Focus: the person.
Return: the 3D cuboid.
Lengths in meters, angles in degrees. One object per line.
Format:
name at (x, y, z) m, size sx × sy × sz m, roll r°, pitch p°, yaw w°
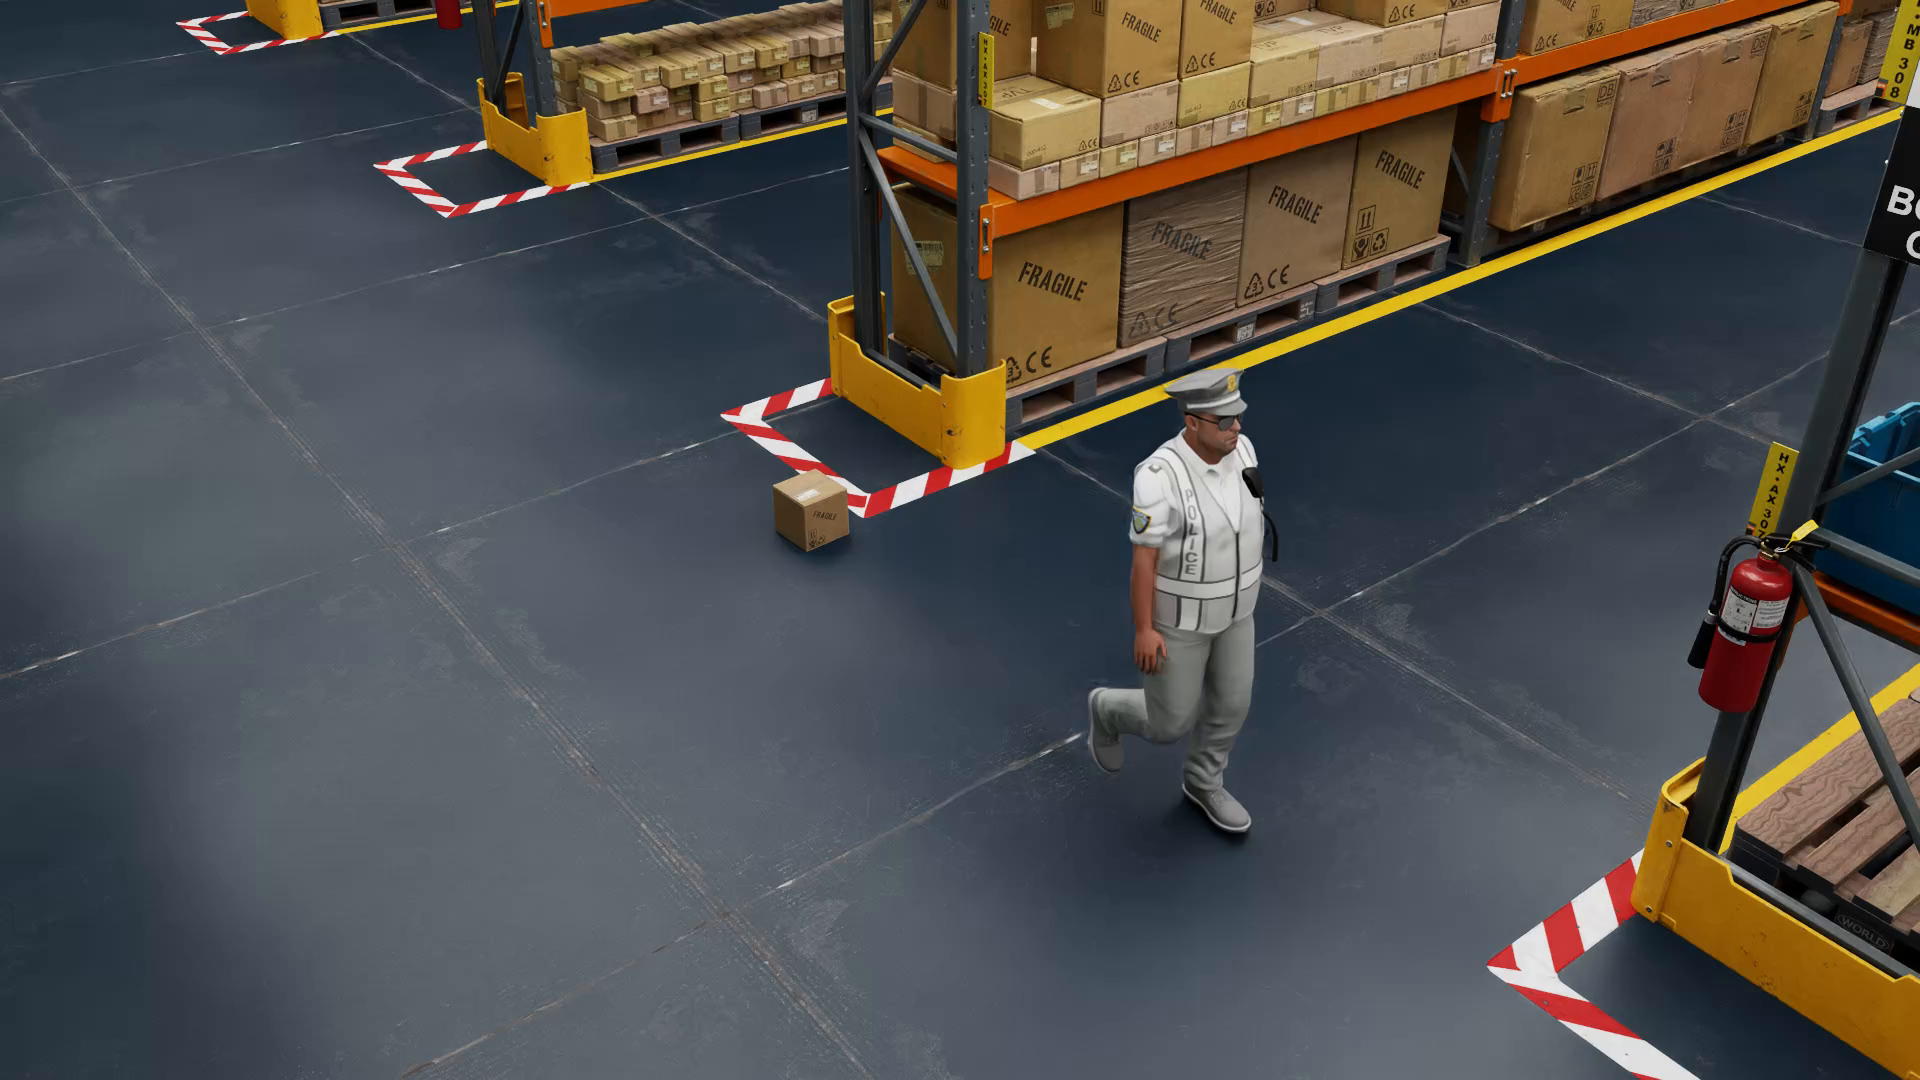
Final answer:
person at (0.788, 0.194, 5.752) m, size 0.545 × 1.755 × 0.679 m, roll -20°, pitch 37°, yaw -29°
